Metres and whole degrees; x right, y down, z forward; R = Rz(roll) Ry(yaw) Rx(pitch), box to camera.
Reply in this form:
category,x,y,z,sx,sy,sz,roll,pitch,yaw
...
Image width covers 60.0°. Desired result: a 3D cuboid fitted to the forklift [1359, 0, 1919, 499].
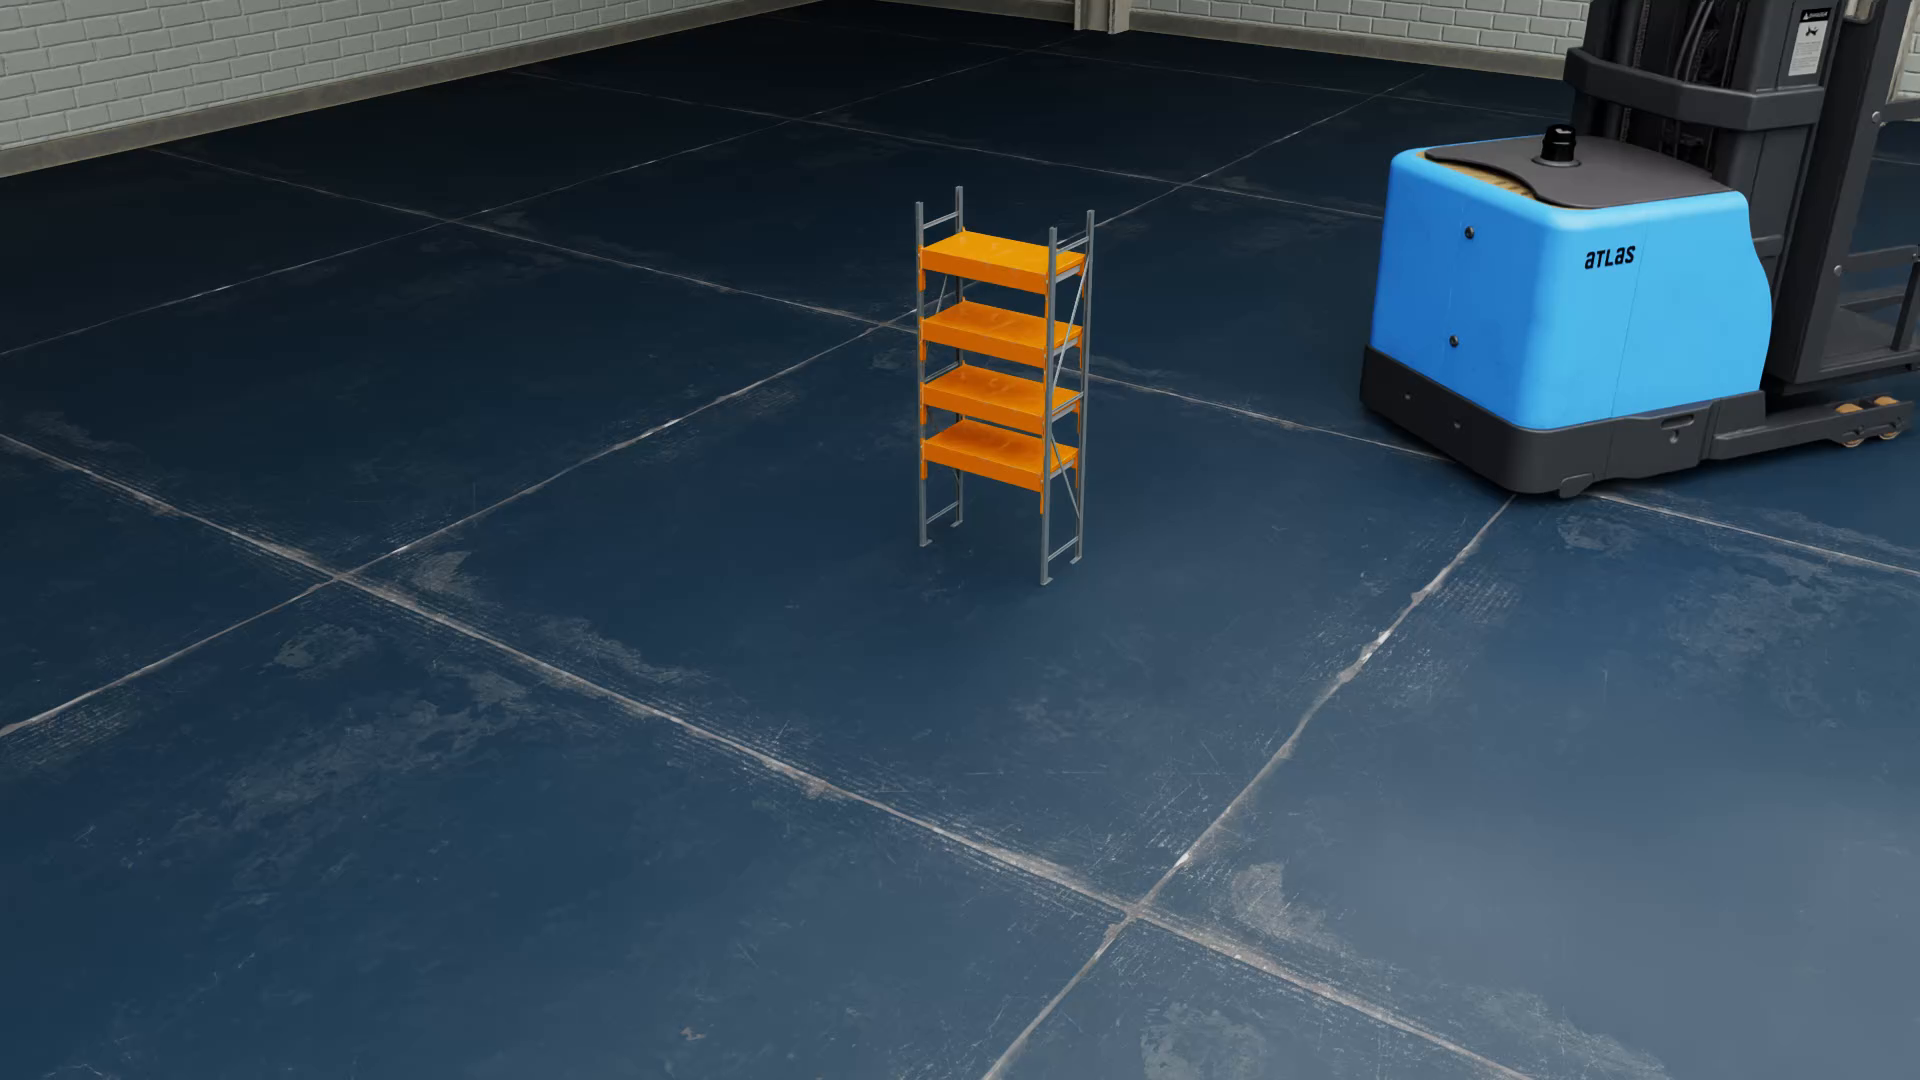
category,x,y,z,sx,sy,sz,roll,pitch,yaw
forklift,3.175,-1.875,6.202,3.031,2.935,1.130,-11,29,-20

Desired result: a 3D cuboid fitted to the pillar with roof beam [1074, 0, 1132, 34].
category,x,y,z,sx,sy,sz,roll,pitch,yaw
pillar with roof beam,-1.199,-6.854,9.296,0.400,9.000,9.100,17,32,30

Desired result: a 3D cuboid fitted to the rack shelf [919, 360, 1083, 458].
category,x,y,z,sx,sy,sz,roll,pitch,yaw
rack shelf,0.136,-0.432,5.425,0.480,0.148,0.258,17,32,30

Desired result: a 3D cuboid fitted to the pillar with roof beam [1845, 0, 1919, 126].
category,x,y,z,sx,sy,sz,roll,pitch,yaw
pillar with roof beam,3.747,-5.313,6.268,0.400,9.000,9.100,17,32,30

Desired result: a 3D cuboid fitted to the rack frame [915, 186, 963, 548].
category,x,y,z,sx,sy,sz,roll,pitch,yaw
rack frame,-0.065,-0.555,5.517,0.015,1.200,0.240,17,32,30

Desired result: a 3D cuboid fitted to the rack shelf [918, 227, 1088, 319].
category,x,y,z,sx,sy,sz,roll,pitch,yaw
rack shelf,0.136,-0.842,5.216,0.480,0.148,0.258,17,32,30

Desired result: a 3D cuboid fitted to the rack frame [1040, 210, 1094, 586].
category,x,y,z,sx,sy,sz,roll,pitch,yaw
rack frame,0.338,-0.430,5.271,0.015,1.200,0.240,17,32,30

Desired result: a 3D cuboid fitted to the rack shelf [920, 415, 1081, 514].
category,x,y,z,sx,sy,sz,roll,pitch,yaw
rack shelf,0.136,-0.255,5.515,0.480,0.148,0.258,17,32,30

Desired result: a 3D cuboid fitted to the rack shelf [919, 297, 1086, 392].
category,x,y,z,sx,sy,sz,roll,pitch,yaw
rack shelf,0.136,-0.632,5.323,0.480,0.148,0.258,17,32,30

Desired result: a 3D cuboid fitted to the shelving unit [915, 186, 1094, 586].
category,x,y,z,sx,sy,sz,roll,pitch,yaw
shelving unit,0.136,-0.492,5.394,0.503,1.200,0.258,17,32,30
